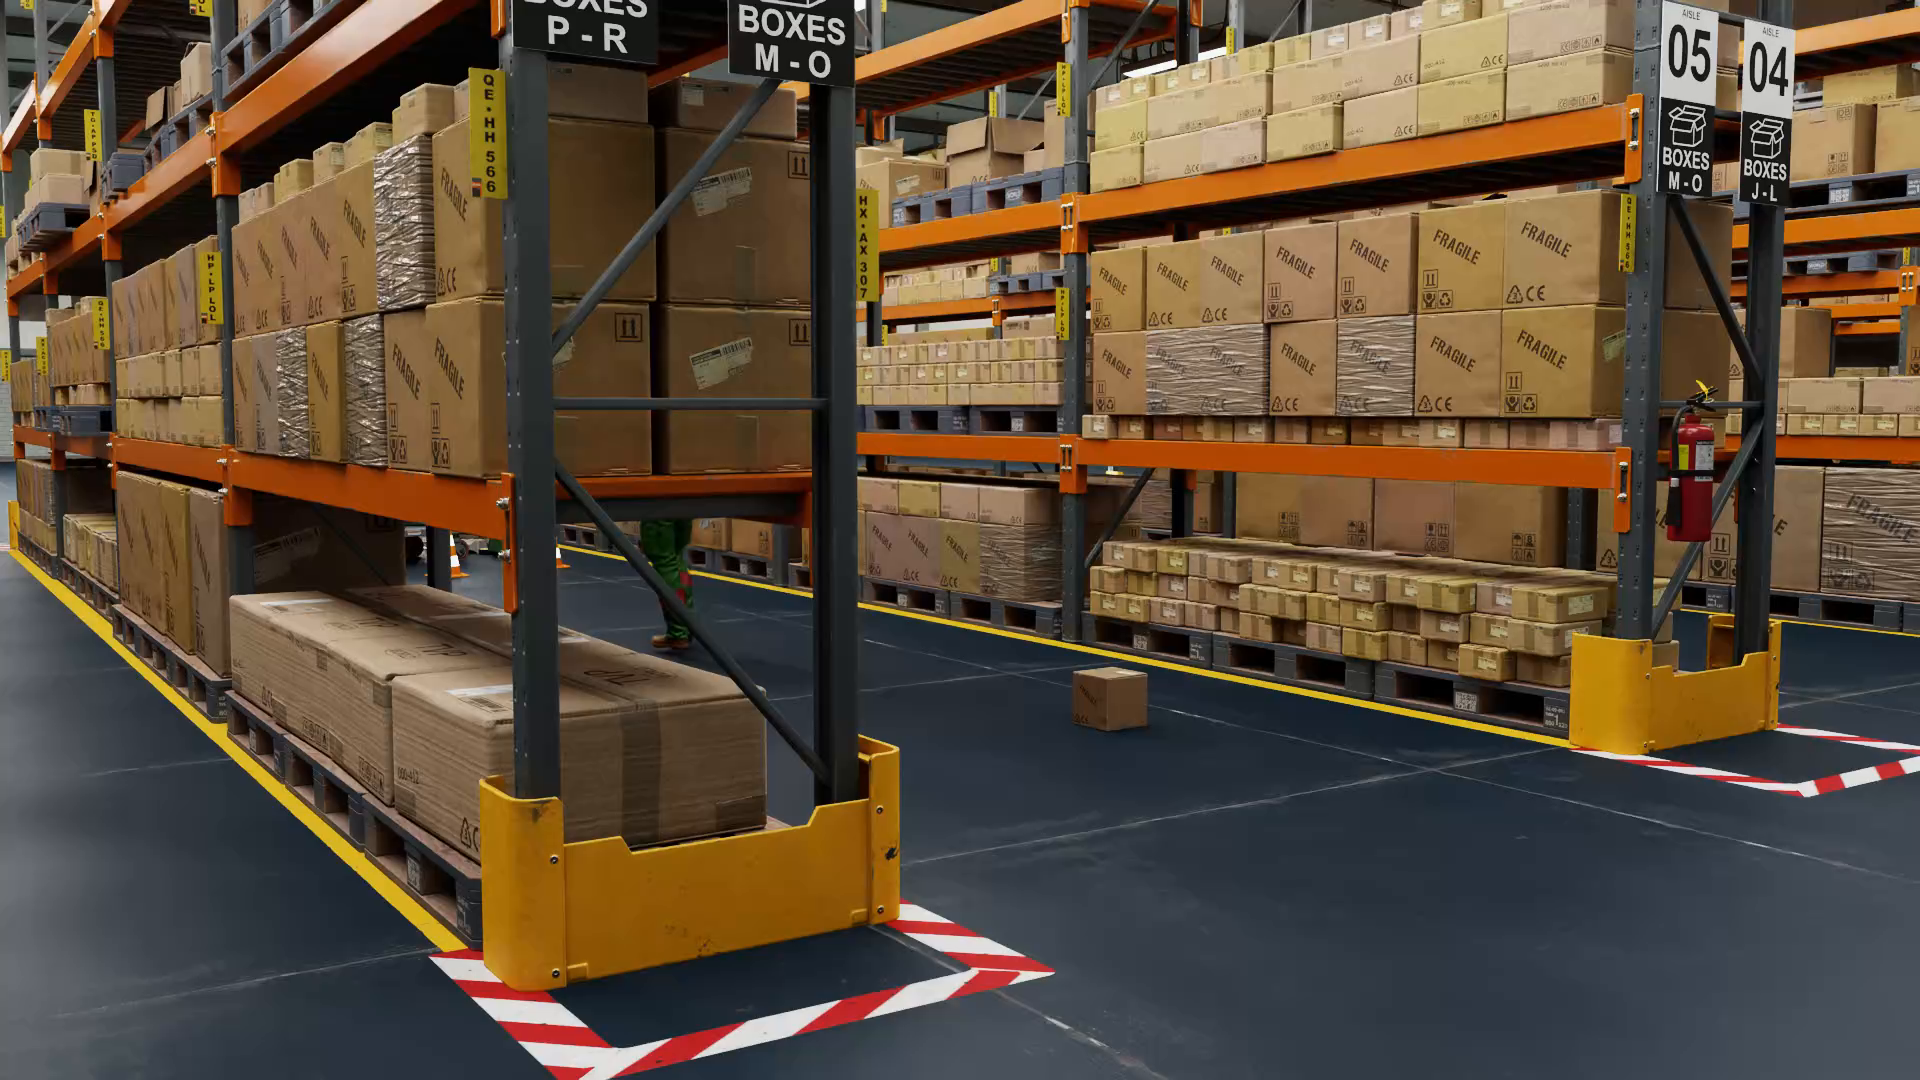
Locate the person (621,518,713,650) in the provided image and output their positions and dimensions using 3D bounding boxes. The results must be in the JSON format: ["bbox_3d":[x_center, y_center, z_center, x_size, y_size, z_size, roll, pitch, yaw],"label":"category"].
[{"bbox_3d":[-1.812,-0.219,10.169,0.466,1.812,0.530,4,6,44],"label":"person"}]
